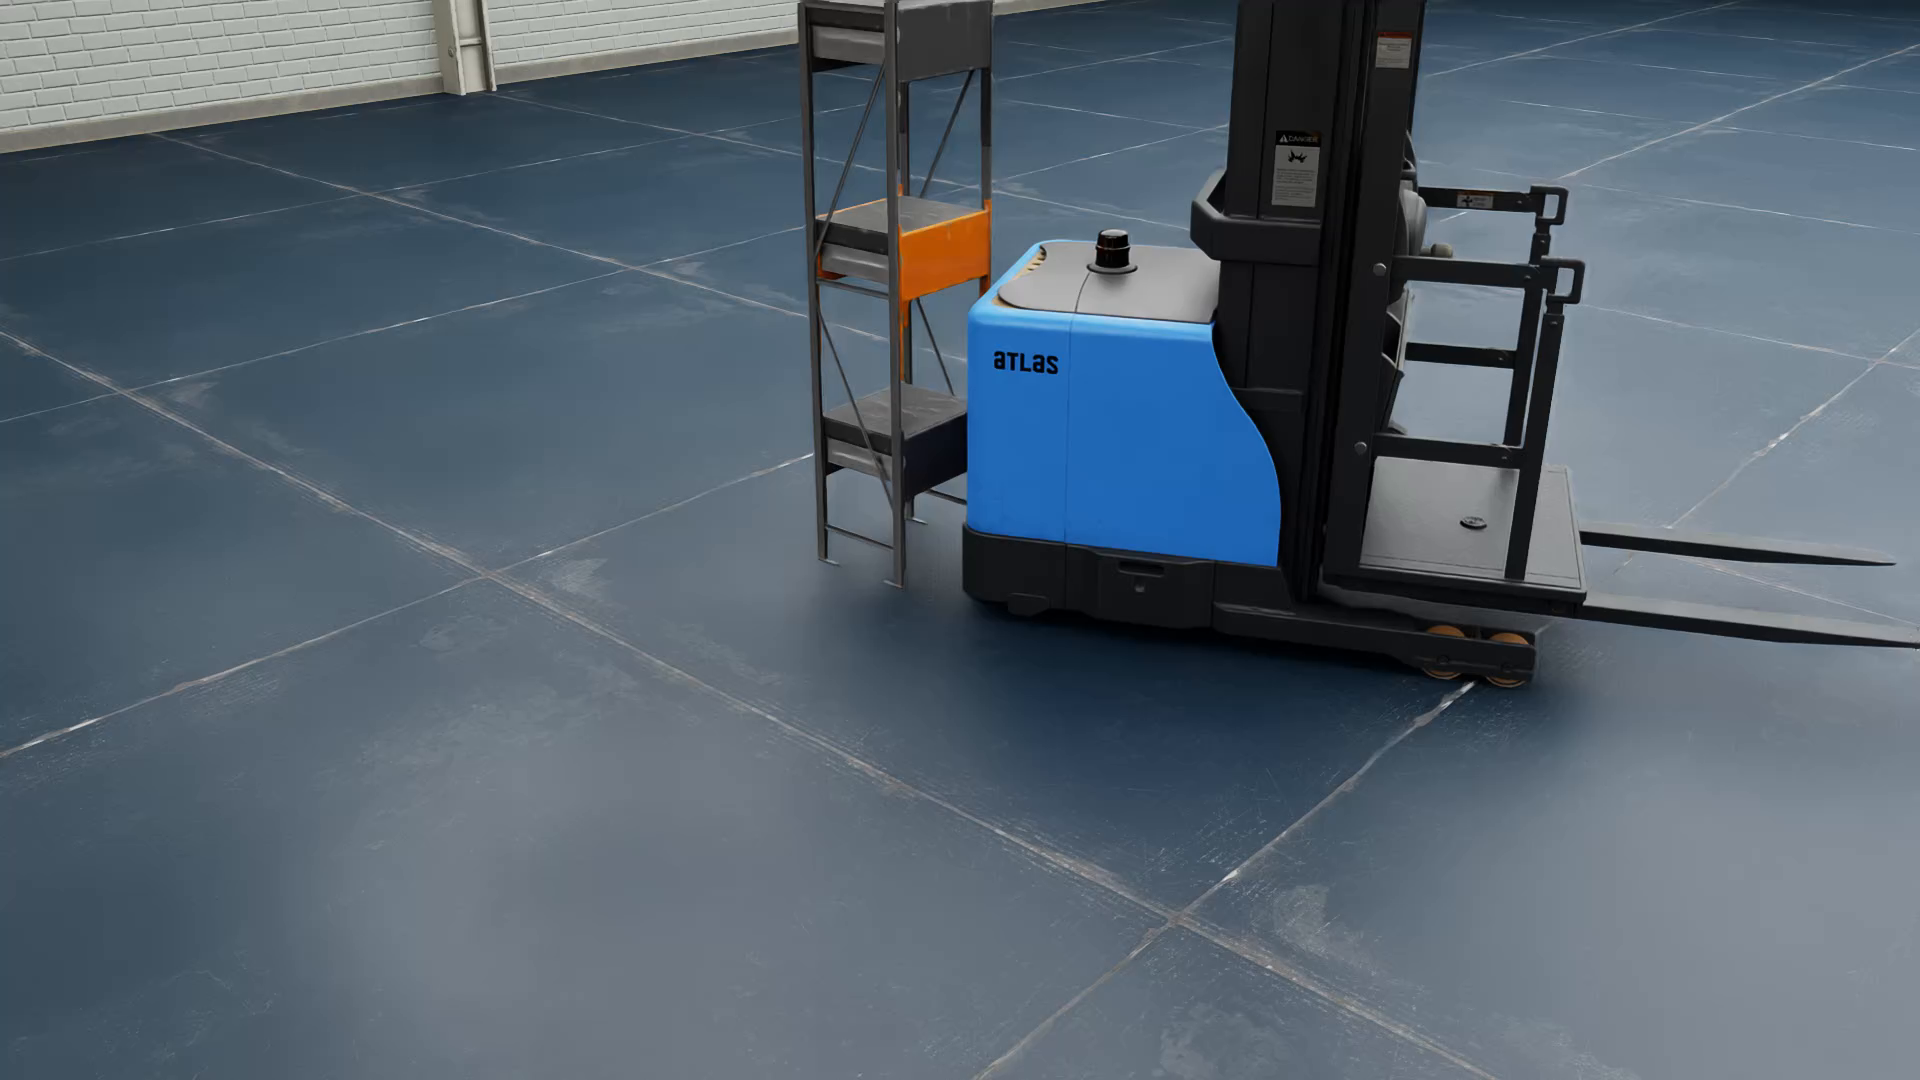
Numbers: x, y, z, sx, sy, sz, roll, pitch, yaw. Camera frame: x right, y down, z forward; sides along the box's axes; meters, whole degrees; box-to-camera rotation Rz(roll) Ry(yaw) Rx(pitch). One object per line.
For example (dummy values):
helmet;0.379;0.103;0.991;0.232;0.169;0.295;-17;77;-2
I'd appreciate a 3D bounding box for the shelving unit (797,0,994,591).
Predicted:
shelving unit;-0.204;-0.911;5.716;0.431;2.100;0.503;18;30;35

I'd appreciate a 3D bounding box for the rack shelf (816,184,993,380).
rack shelf;-0.204;-0.899;5.721;0.431;0.518;0.480;18;30;35

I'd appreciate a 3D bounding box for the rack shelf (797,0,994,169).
rack shelf;-0.204;-1.537;5.435;0.431;0.518;0.480;18;30;35

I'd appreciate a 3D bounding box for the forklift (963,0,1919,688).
forklift;1.584;-1.117;5.159;3.031;2.935;1.130;7;25;14

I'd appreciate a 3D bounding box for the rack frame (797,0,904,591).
rack frame;-0.357;-0.833;5.542;0.400;2.100;0.015;18;30;35

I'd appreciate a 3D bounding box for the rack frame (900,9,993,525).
rack frame;-0.052;-0.989;5.889;0.400;2.100;0.015;18;30;35

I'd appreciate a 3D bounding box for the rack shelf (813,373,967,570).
rack shelf;-0.204;-0.260;6.008;0.431;0.518;0.480;18;30;35

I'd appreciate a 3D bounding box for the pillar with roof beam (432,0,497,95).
pillar with roof beam;-1.425;-7.175;11.254;9.100;9.000;0.400;20;31;38
